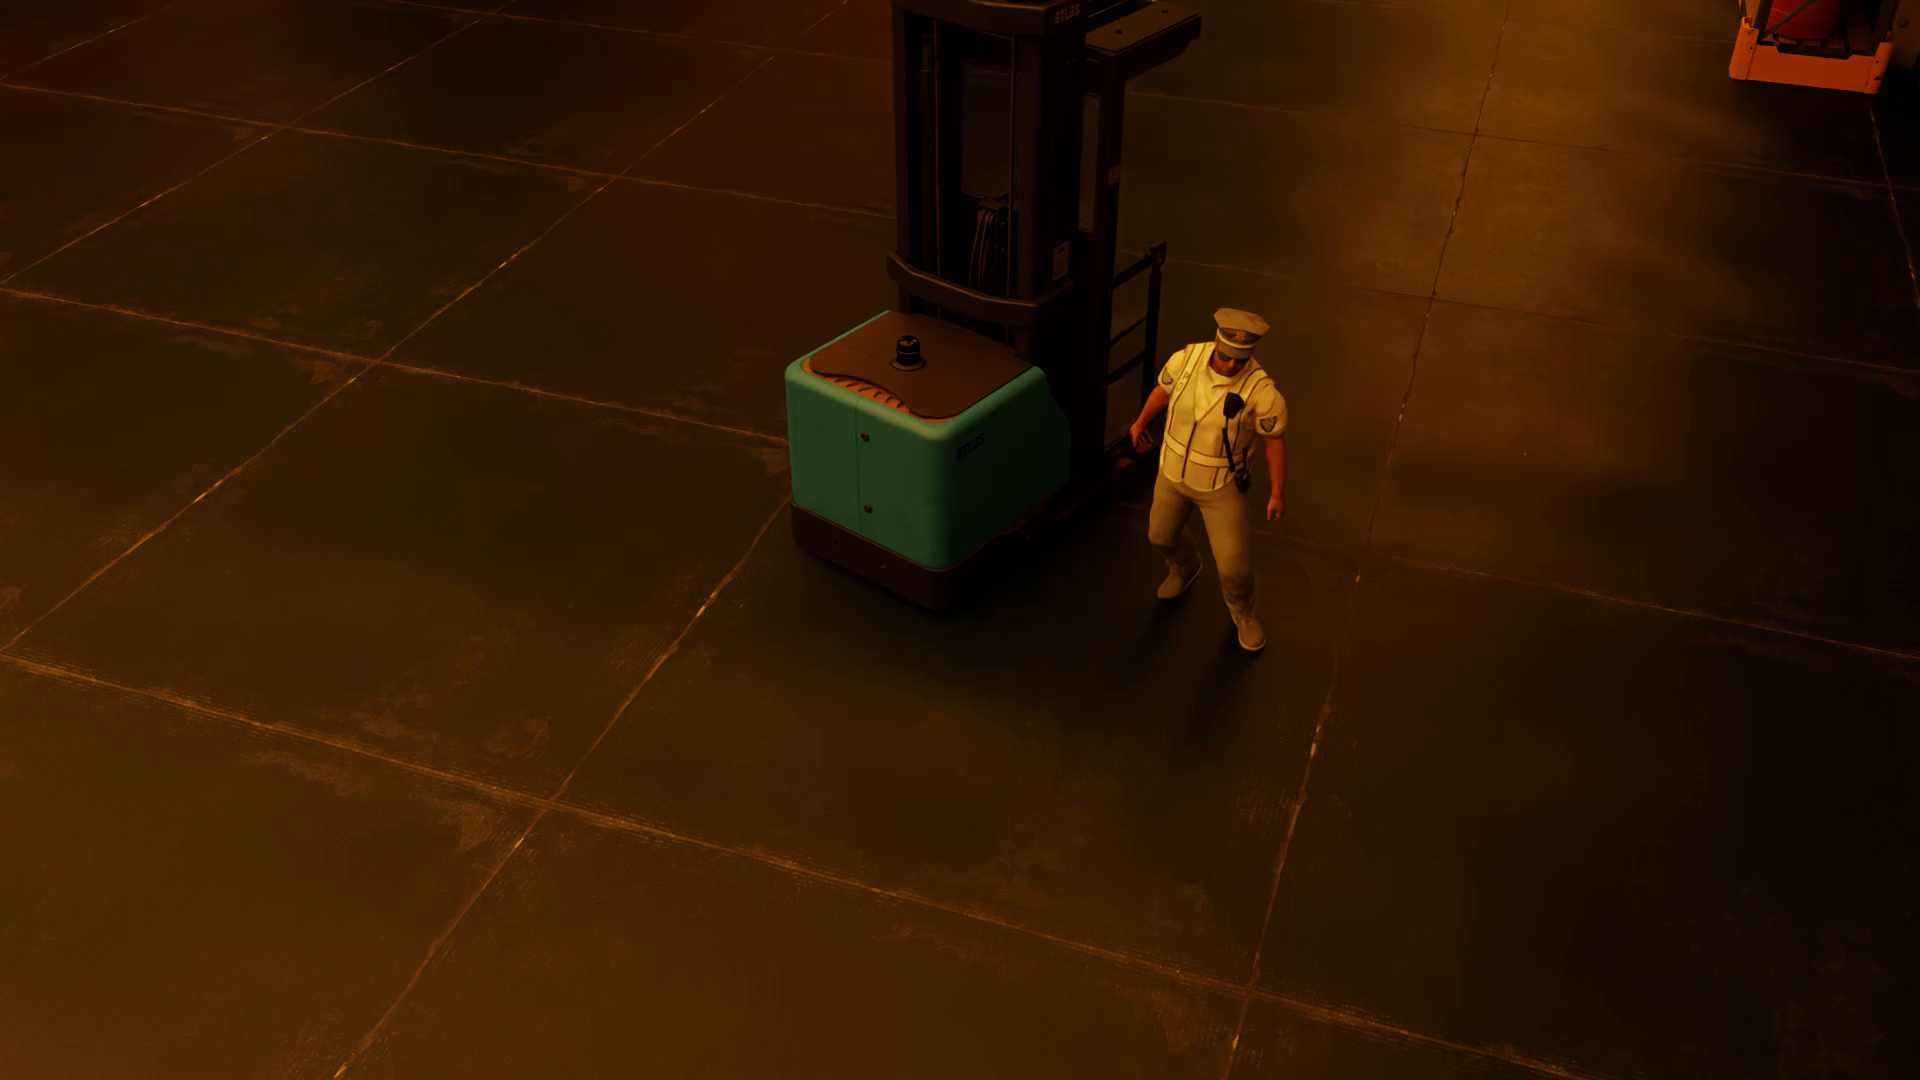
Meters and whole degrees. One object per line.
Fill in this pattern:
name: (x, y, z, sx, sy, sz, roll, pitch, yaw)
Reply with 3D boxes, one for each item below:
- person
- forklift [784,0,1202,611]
person: (1.148, -0.340, 7.720, 0.886, 1.731, 0.502, 25, 42, 30)
forklift: (0.451, -1.643, 8.428, 1.130, 2.935, 3.031, 25, 42, 31)
